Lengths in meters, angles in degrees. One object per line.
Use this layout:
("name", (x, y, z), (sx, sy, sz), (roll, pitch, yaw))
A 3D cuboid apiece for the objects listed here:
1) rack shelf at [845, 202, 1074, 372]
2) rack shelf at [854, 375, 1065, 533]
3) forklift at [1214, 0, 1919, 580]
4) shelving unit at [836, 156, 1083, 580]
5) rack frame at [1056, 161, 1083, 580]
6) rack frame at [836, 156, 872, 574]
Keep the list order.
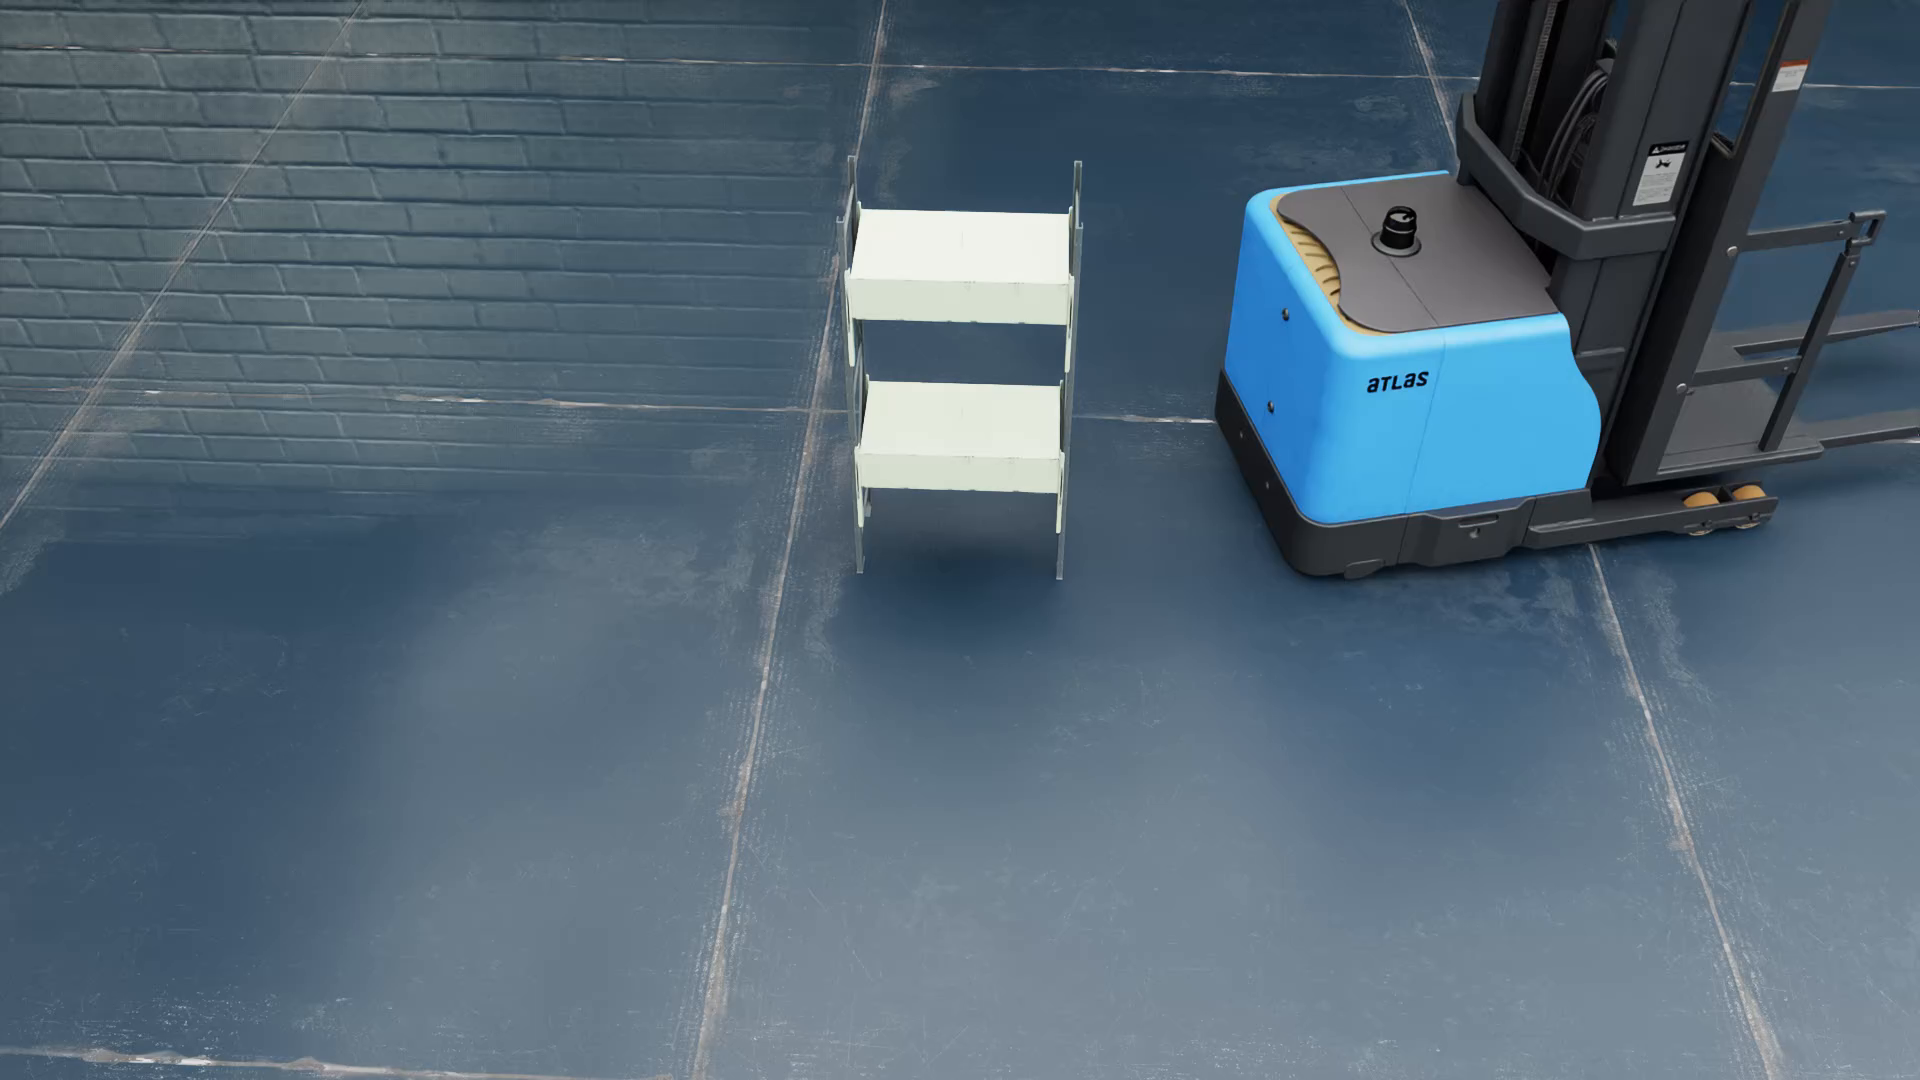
("rack shelf", (0.007, -0.834, 5.473), (0.720, 0.370, 0.431), (2, 43, 2))
("rack shelf", (0.007, -0.310, 5.961), (0.720, 0.370, 0.431), (2, 43, 2))
("forklift", (2.593, -1.435, 5.640), (3.031, 2.935, 1.130), (-8, 44, -8))
("shelving unit", (0.007, -0.549, 5.739), (0.755, 1.500, 0.431), (2, 43, 2))
("rack frame", (0.372, -0.537, 5.727), (0.023, 1.500, 0.400), (2, 43, 2))
("rack frame", (-0.359, -0.560, 5.751), (0.023, 1.500, 0.400), (2, 43, 2))
